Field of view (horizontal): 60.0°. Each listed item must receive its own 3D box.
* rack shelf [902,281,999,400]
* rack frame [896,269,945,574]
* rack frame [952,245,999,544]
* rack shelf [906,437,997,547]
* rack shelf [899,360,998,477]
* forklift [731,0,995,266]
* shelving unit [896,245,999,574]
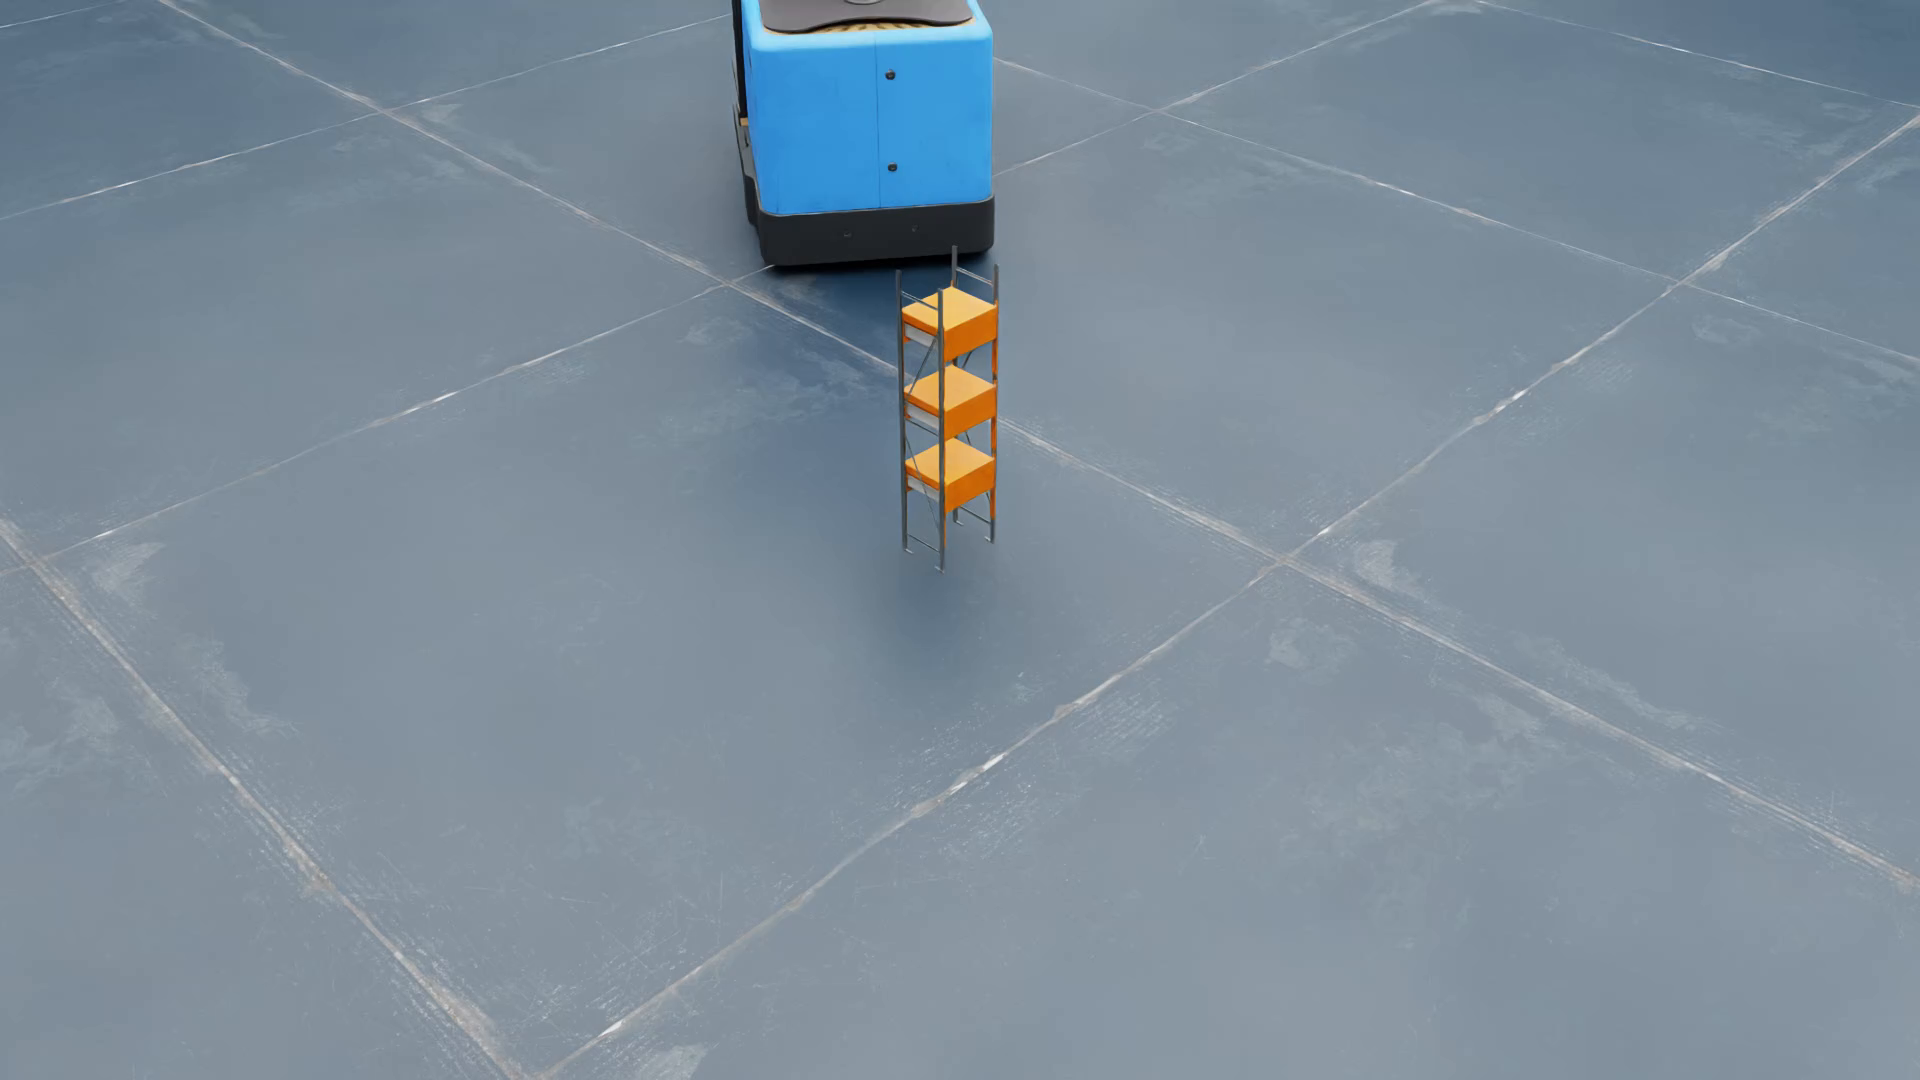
[{"bbox_3d":[-0.038,-0.633,5.262,0.215,0.259,0.240,30,45,35],"label":"rack shelf"},{"bbox_3d":[-0.124,-0.359,5.348,0.200,1.050,0.008,30,45,35],"label":"rack frame"},{"bbox_3d":[0.048,-0.458,5.490,0.200,1.050,0.008,30,45,35],"label":"rack frame"},{"bbox_3d":[-0.038,-0.172,5.584,0.215,0.259,0.240,30,45,35],"label":"rack shelf"},{"bbox_3d":[-0.038,-0.400,5.425,0.215,0.259,0.240,30,45,35],"label":"rack shelf"},{"bbox_3d":[-0.595,-3.251,7.849,1.130,2.935,3.031,-5,35,-8],"label":"forklift"},{"bbox_3d":[-0.038,-0.409,5.419,0.215,1.050,0.252,30,45,35],"label":"shelving unit"}]
